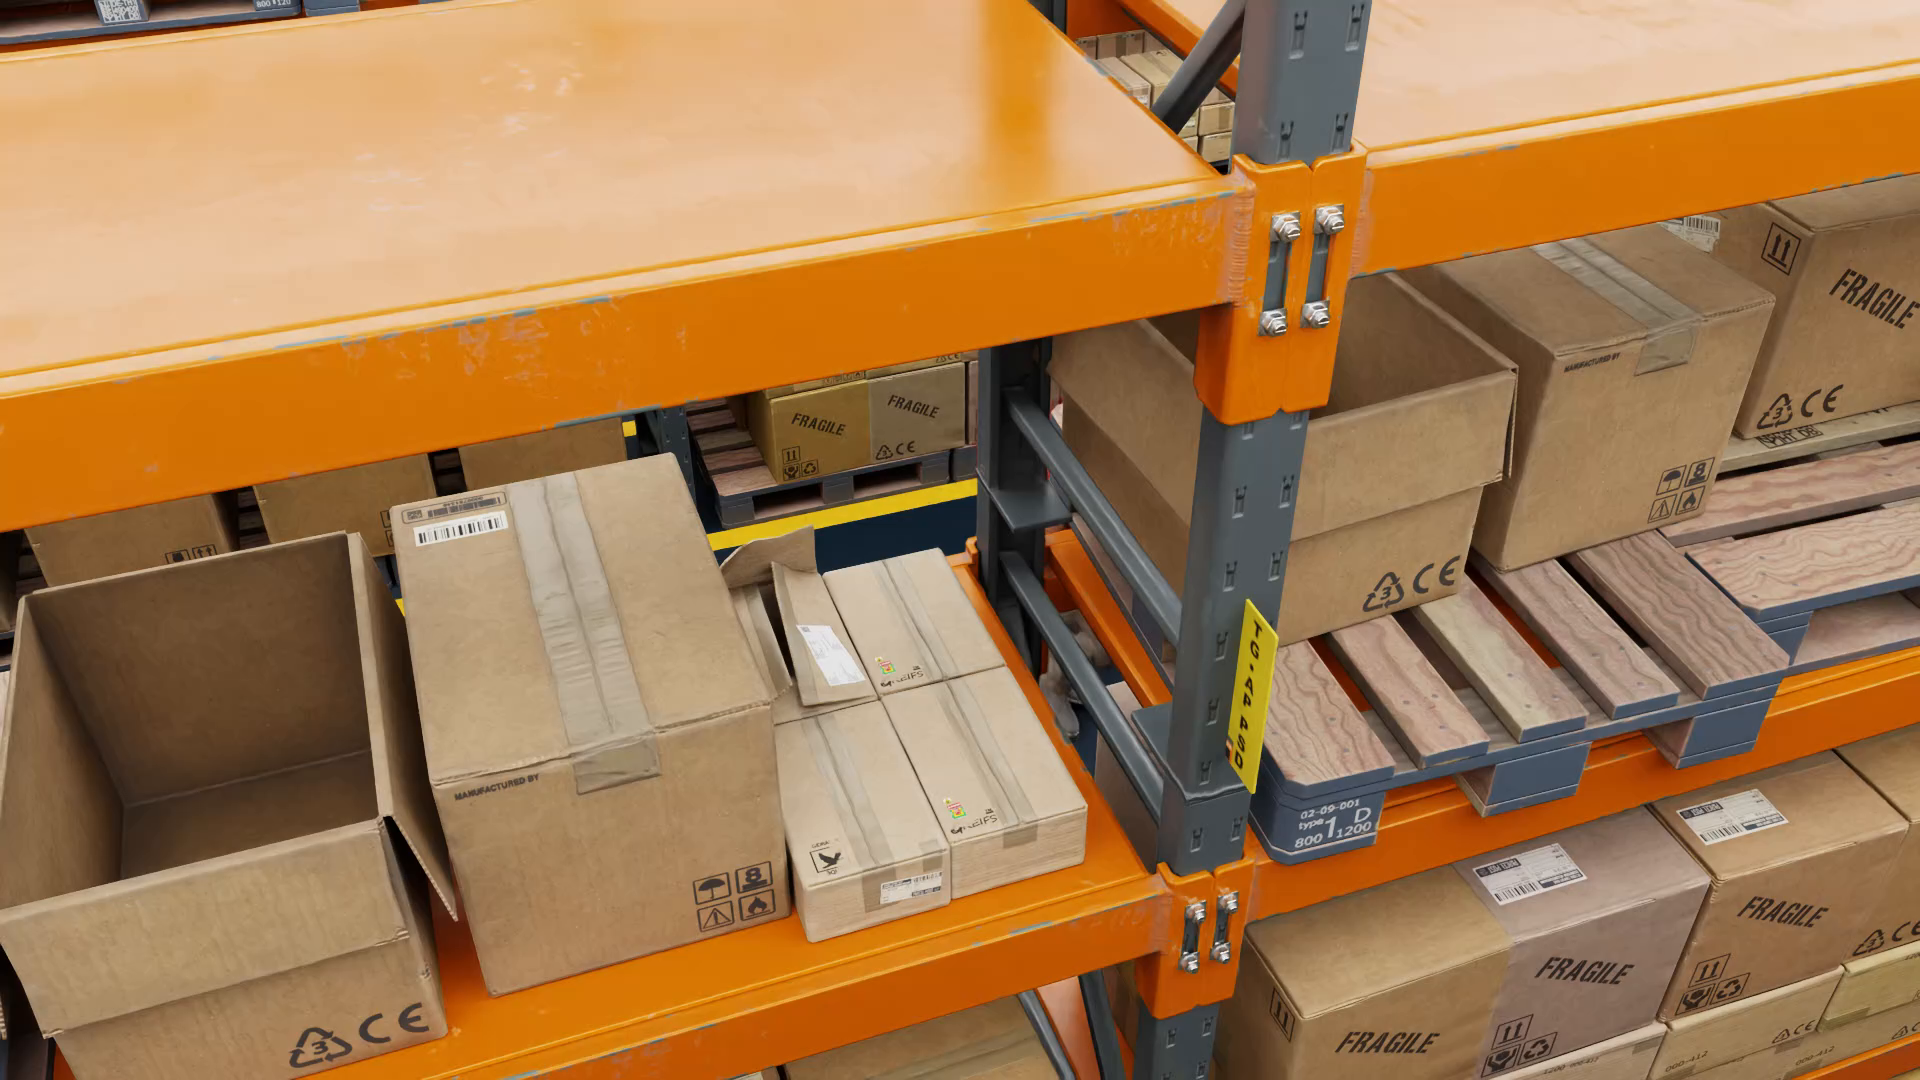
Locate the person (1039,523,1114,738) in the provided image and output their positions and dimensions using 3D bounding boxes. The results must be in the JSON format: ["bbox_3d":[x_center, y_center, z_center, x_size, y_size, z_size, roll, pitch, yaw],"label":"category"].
[{"bbox_3d":[0.518,0.014,6.755,0.501,1.711,0.569,13,39,16],"label":"person"}]
